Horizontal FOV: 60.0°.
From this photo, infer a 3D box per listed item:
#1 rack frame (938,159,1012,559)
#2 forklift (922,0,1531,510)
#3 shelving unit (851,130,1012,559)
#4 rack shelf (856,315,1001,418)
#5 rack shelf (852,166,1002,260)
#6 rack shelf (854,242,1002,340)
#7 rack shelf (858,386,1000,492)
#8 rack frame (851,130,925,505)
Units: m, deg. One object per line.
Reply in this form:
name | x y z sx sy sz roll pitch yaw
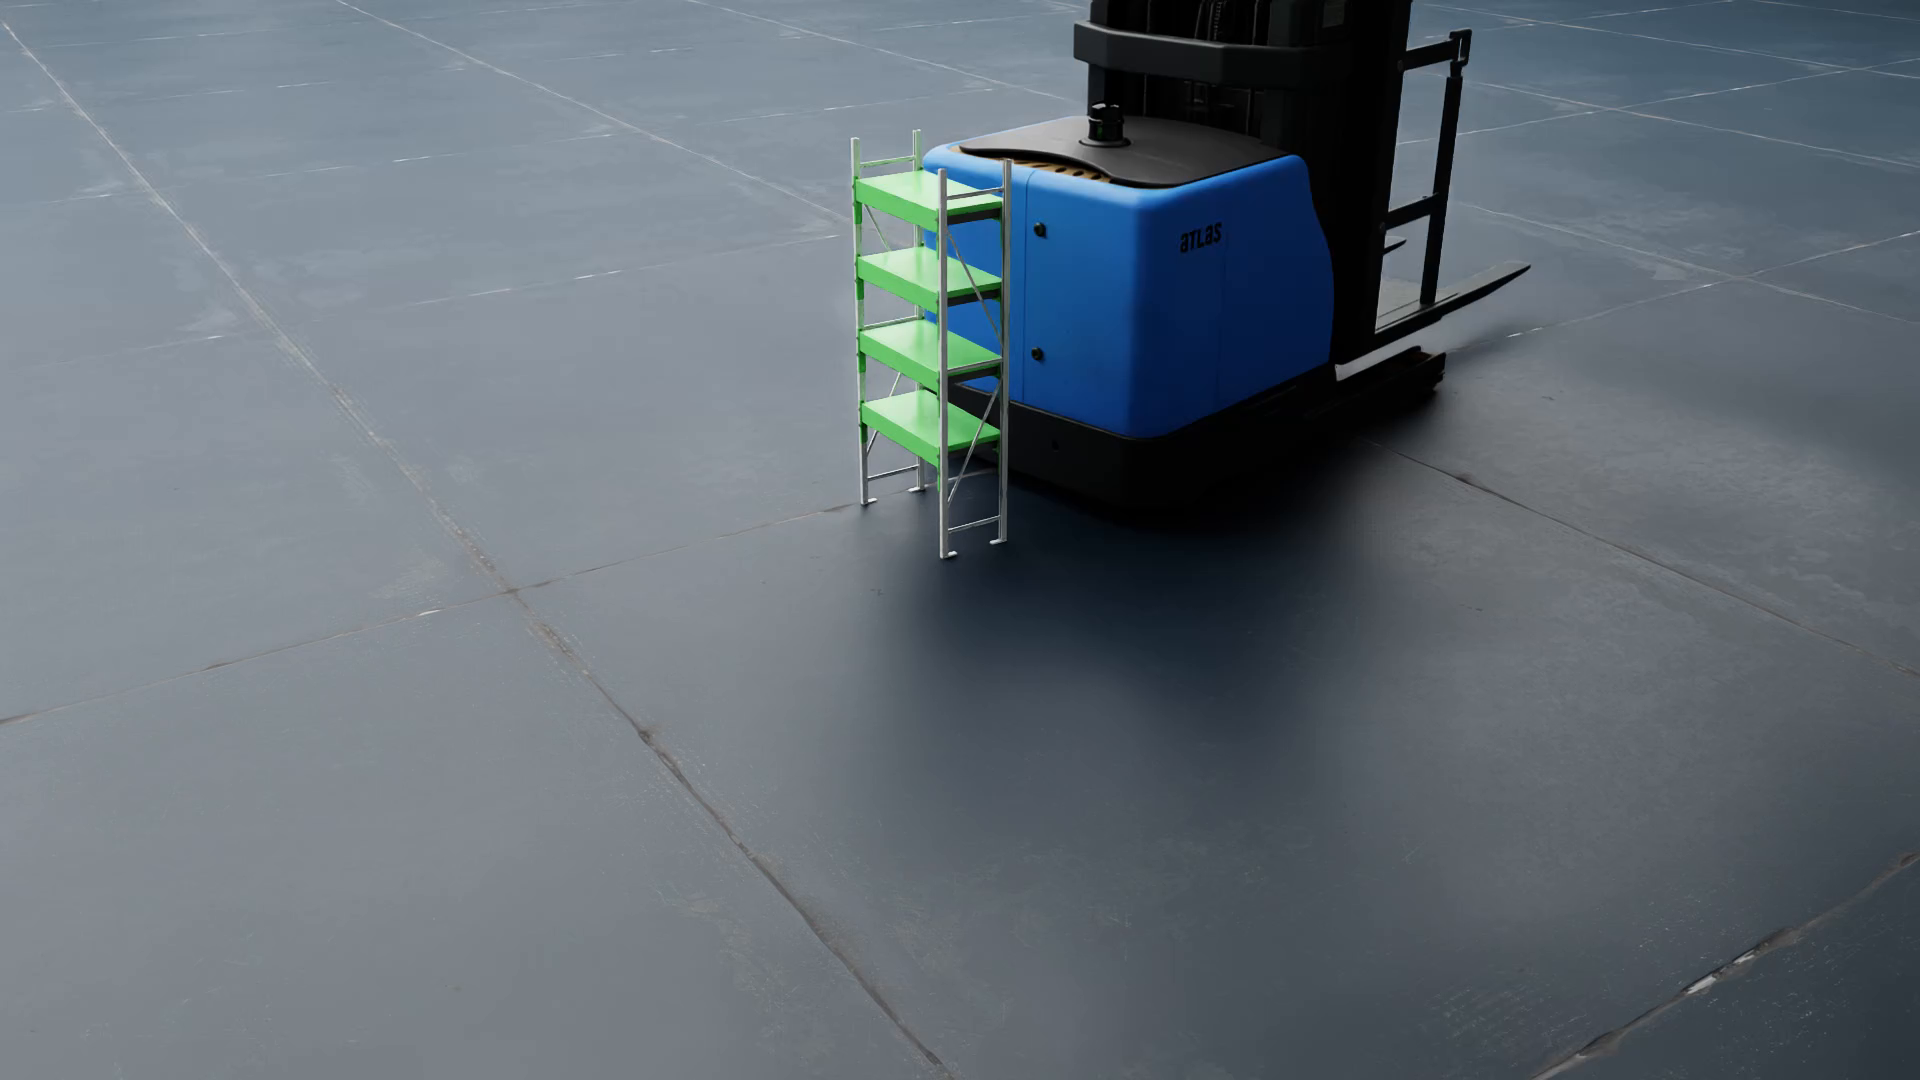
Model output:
rack frame | 0.043 -0.515 4.934 0.240 1.200 0.015 -16 29 -30
forklift | 1.232 -1.961 5.970 1.130 2.935 3.031 22 33 38
shelving unit | -0.090 -0.602 5.119 0.258 1.200 0.503 -16 29 -30
rack shelf | -0.090 -0.544 5.147 0.258 0.148 0.480 -16 29 -30
rack shelf | -0.090 -0.978 4.942 0.258 0.148 0.480 -16 29 -30
rack shelf | -0.090 -0.761 5.044 0.258 0.148 0.480 -16 29 -30
rack shelf | -0.090 -0.327 5.249 0.258 0.148 0.480 -16 29 -30
rack frame | -0.224 -0.689 5.304 0.240 1.200 0.015 -16 29 -30
